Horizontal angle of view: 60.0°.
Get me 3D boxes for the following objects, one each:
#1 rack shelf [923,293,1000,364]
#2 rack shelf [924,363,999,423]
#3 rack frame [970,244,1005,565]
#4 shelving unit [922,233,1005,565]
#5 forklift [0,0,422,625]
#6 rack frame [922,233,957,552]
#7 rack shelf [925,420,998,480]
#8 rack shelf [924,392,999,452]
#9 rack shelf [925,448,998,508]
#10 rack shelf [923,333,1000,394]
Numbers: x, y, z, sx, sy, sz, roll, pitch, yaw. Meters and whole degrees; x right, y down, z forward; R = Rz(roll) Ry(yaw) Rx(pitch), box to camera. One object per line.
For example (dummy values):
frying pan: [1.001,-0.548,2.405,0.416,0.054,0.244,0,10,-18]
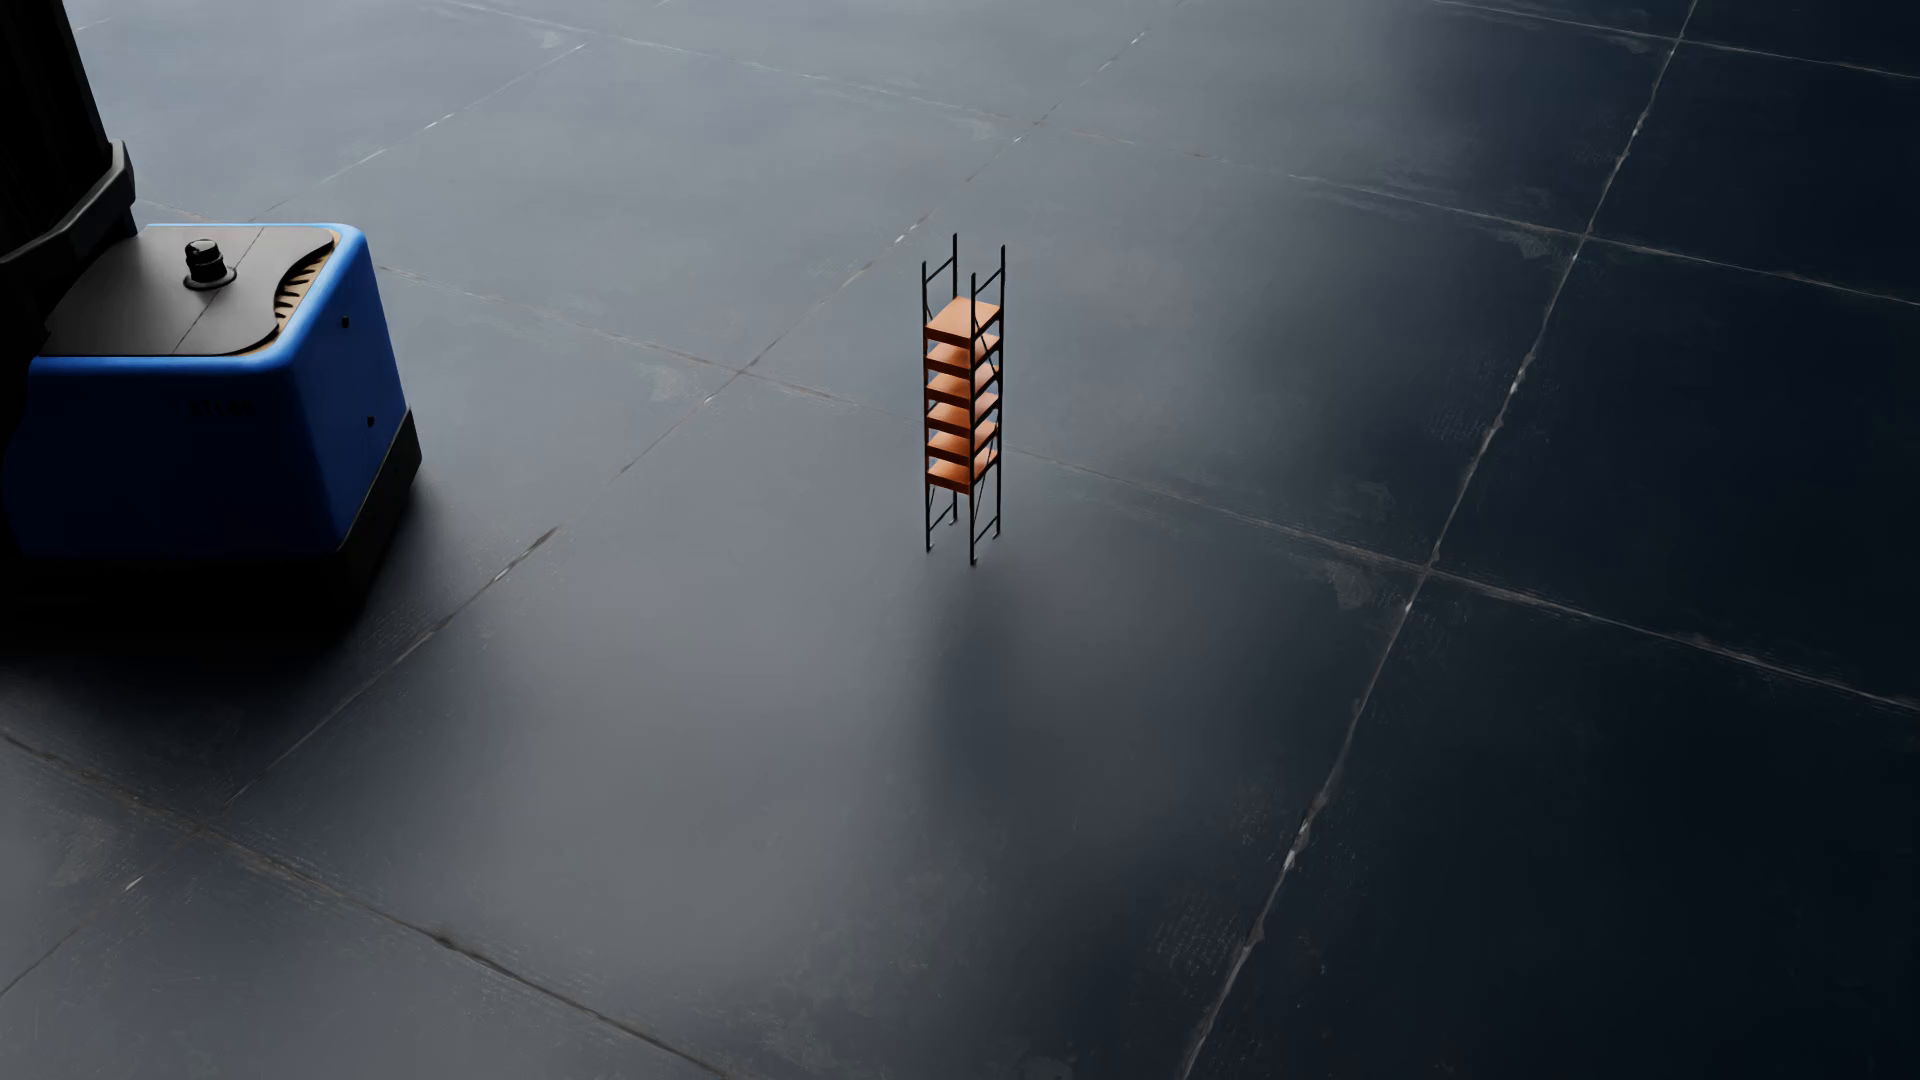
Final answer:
rack shelf: [0.013,-0.725,5.691,0.180,0.103,0.258,17,41,21]
rack shelf: [0.013,-0.534,5.836,0.180,0.103,0.258,17,41,21]
rack frame: [0.094,-0.448,5.848,0.006,1.200,0.240,17,41,21]
shelving unit: [0.013,-0.474,5.882,0.189,1.200,0.258,17,41,21]
forklift: [-3.631,-1.163,5.358,3.031,2.935,1.130,0,37,0]
rack frame: [-0.068,-0.499,5.915,0.006,1.200,0.240,17,41,21]
rack shelf: [0.013,-0.343,5.981,0.180,0.103,0.258,17,41,21]
rack shelf: [0.013,-0.439,5.909,0.180,0.103,0.258,17,41,21]
rack shelf: [0.013,-0.247,6.054,0.180,0.103,0.258,17,41,21]
rack shelf: [0.013,-0.630,5.764,0.180,0.103,0.258,17,41,21]
